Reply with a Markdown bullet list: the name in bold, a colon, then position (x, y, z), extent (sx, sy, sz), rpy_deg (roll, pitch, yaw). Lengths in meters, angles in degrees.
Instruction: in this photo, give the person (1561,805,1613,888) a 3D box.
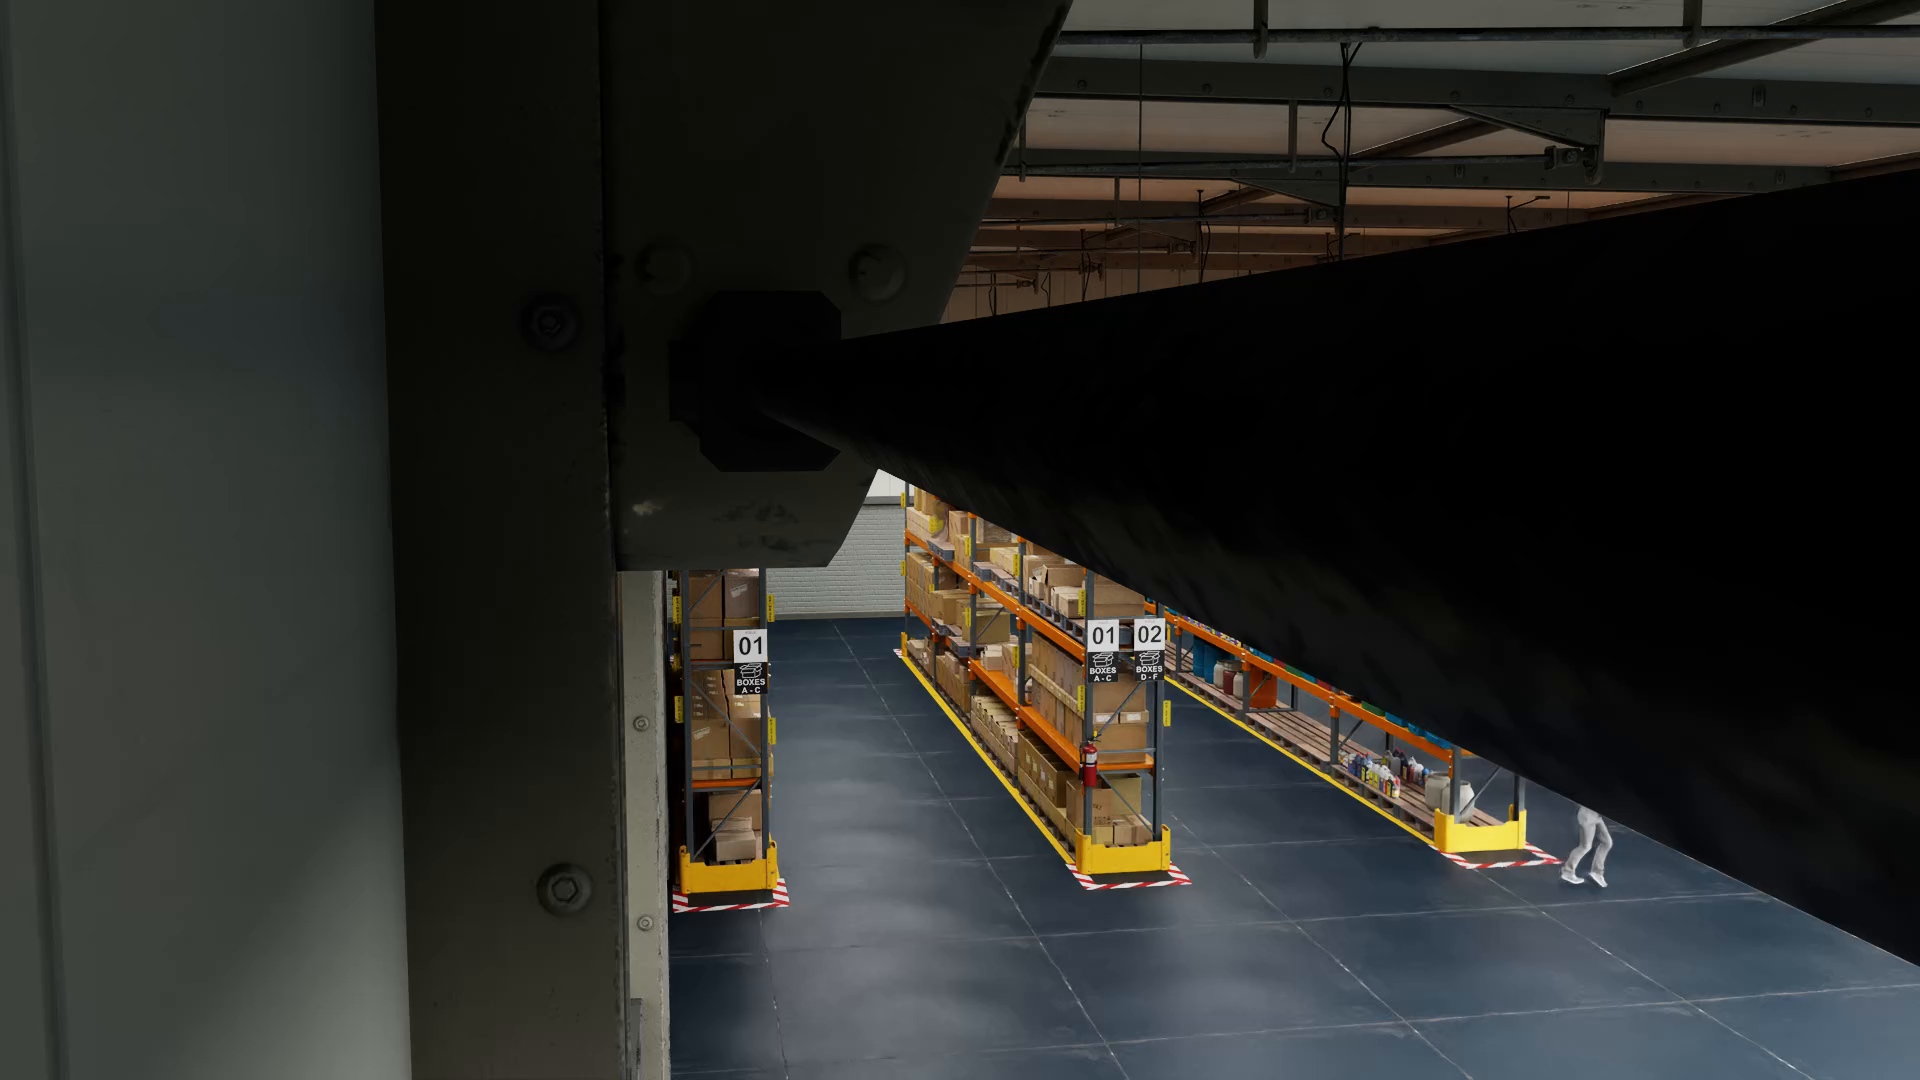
- **person**: position (7.673, 3.446, 20.232), extent (0.634, 1.645, 0.535), rpy_deg (3, 7, 27)
